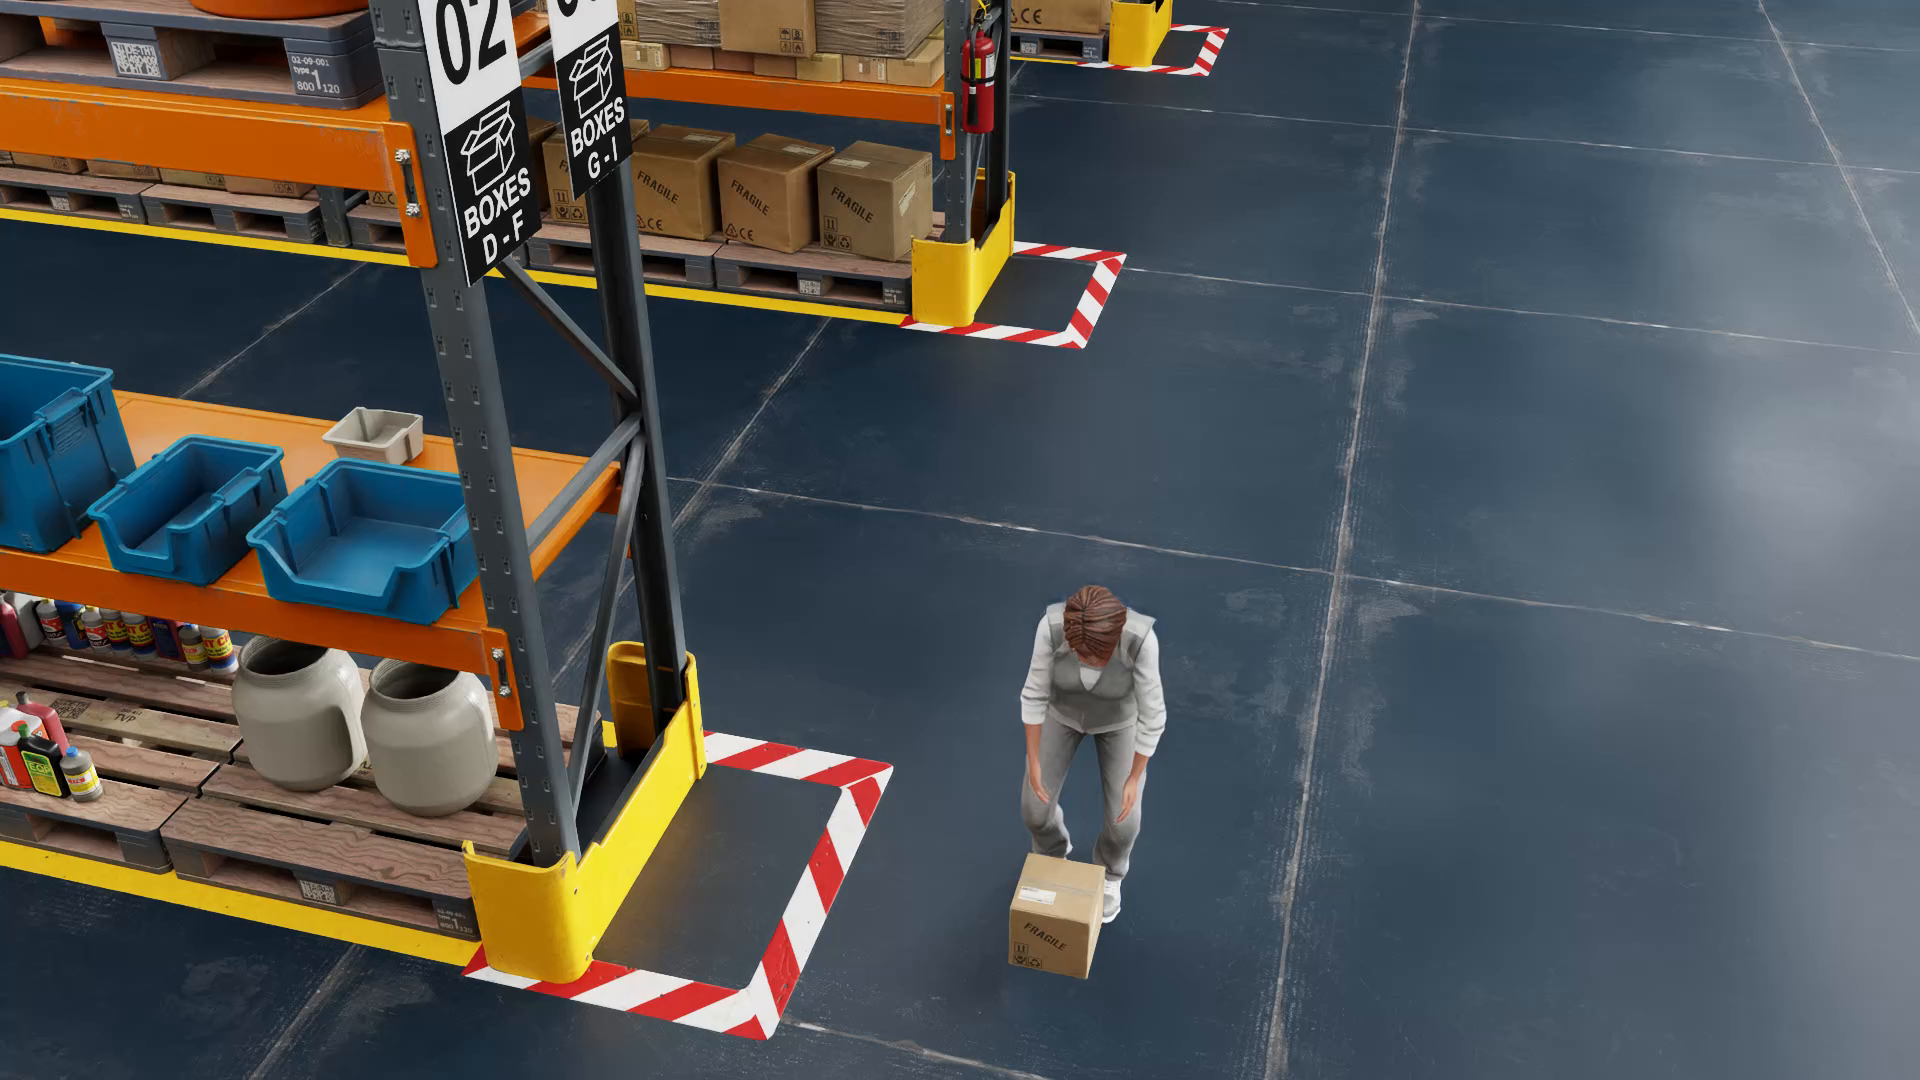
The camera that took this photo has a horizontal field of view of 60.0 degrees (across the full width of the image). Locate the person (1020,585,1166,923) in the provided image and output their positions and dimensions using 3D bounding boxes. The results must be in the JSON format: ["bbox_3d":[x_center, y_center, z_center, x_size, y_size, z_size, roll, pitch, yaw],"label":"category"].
[{"bbox_3d":[0.434,0.645,5.355,0.459,1.400,0.580,9,34,13],"label":"person"}]
